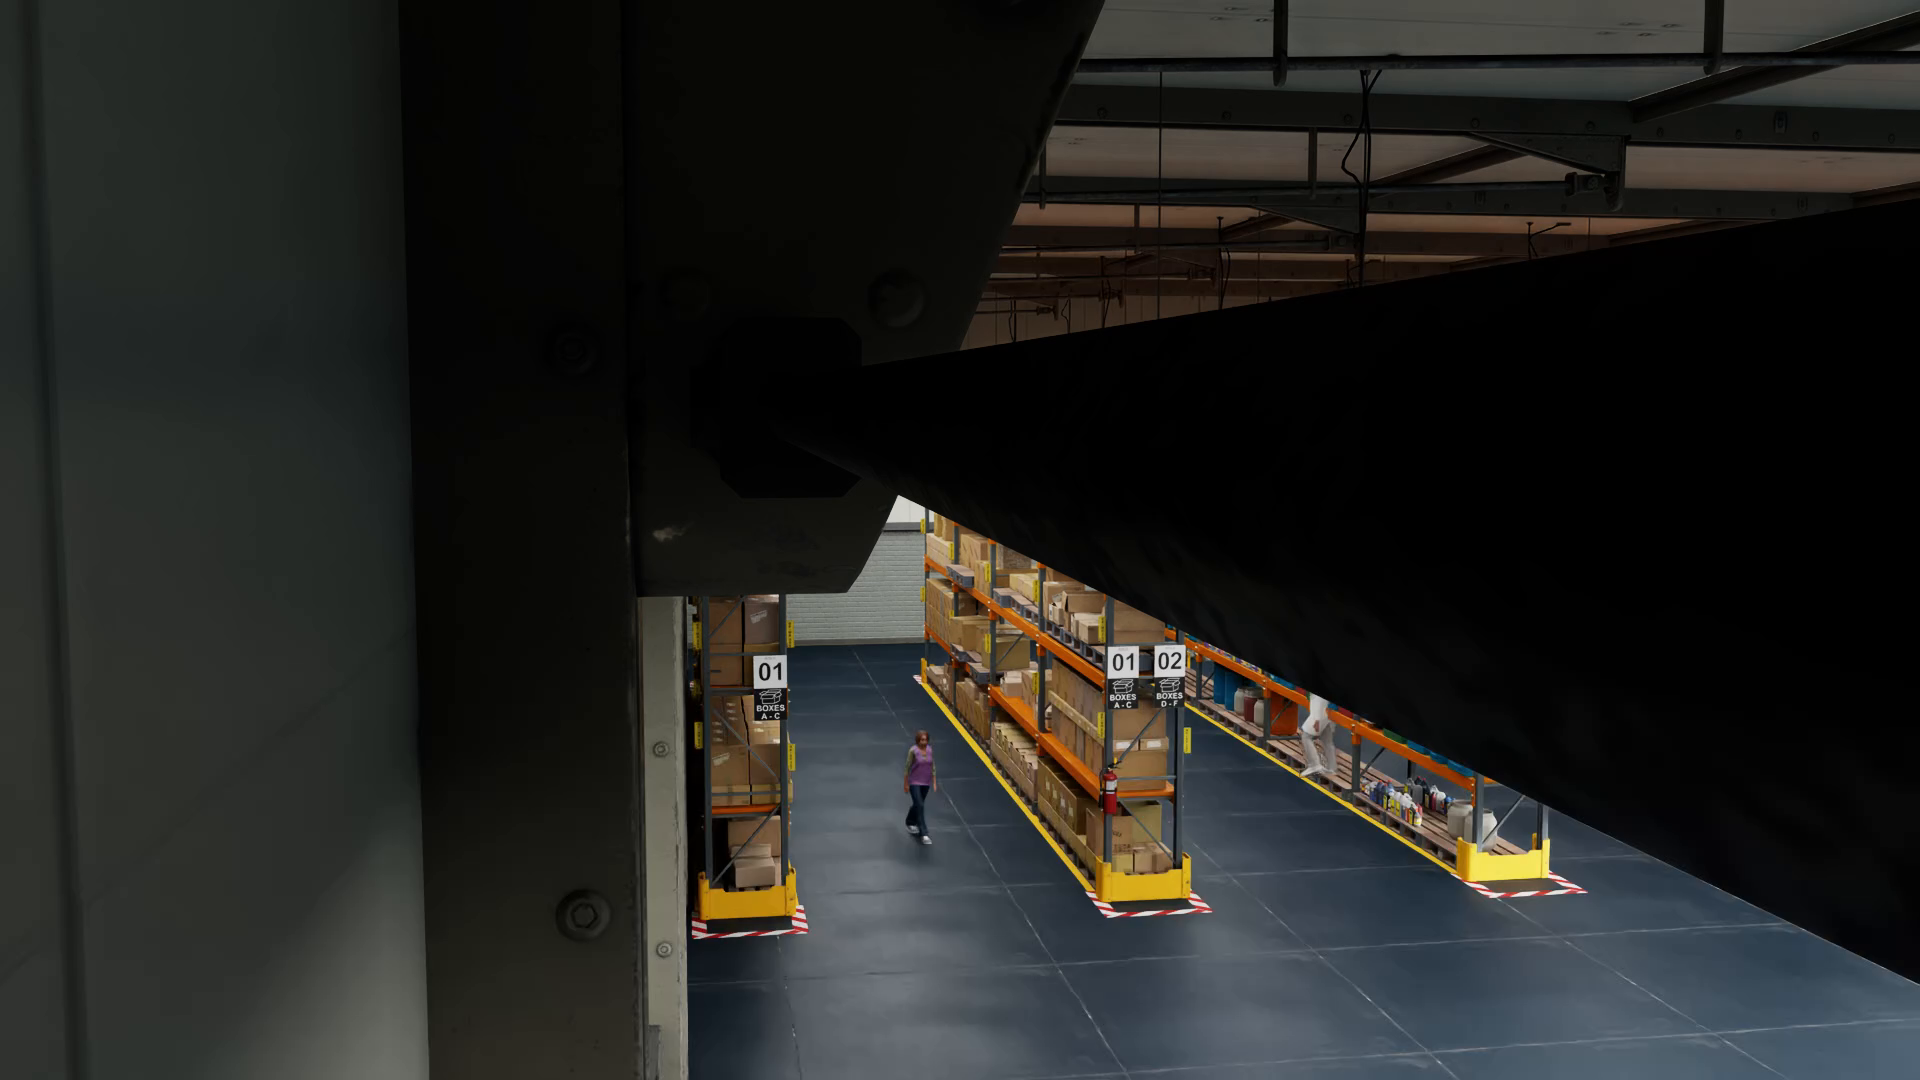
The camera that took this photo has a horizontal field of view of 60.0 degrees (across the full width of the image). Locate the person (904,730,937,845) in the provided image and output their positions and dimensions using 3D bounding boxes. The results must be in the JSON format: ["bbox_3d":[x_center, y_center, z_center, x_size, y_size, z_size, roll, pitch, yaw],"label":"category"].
[{"bbox_3d":[-0.550,3.461,23.568,0.439,1.545,0.920,-4,6,-38],"label":"person"}]

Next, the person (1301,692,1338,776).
[{"bbox_3d":[5.858,2.917,26.811,0.615,1.793,0.590,-5,7,-42],"label":"person"}]

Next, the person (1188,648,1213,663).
[{"bbox_3d":[5.683,2.012,39.318,0.620,1.717,1.084,-1,5,-12],"label":"person"}]
